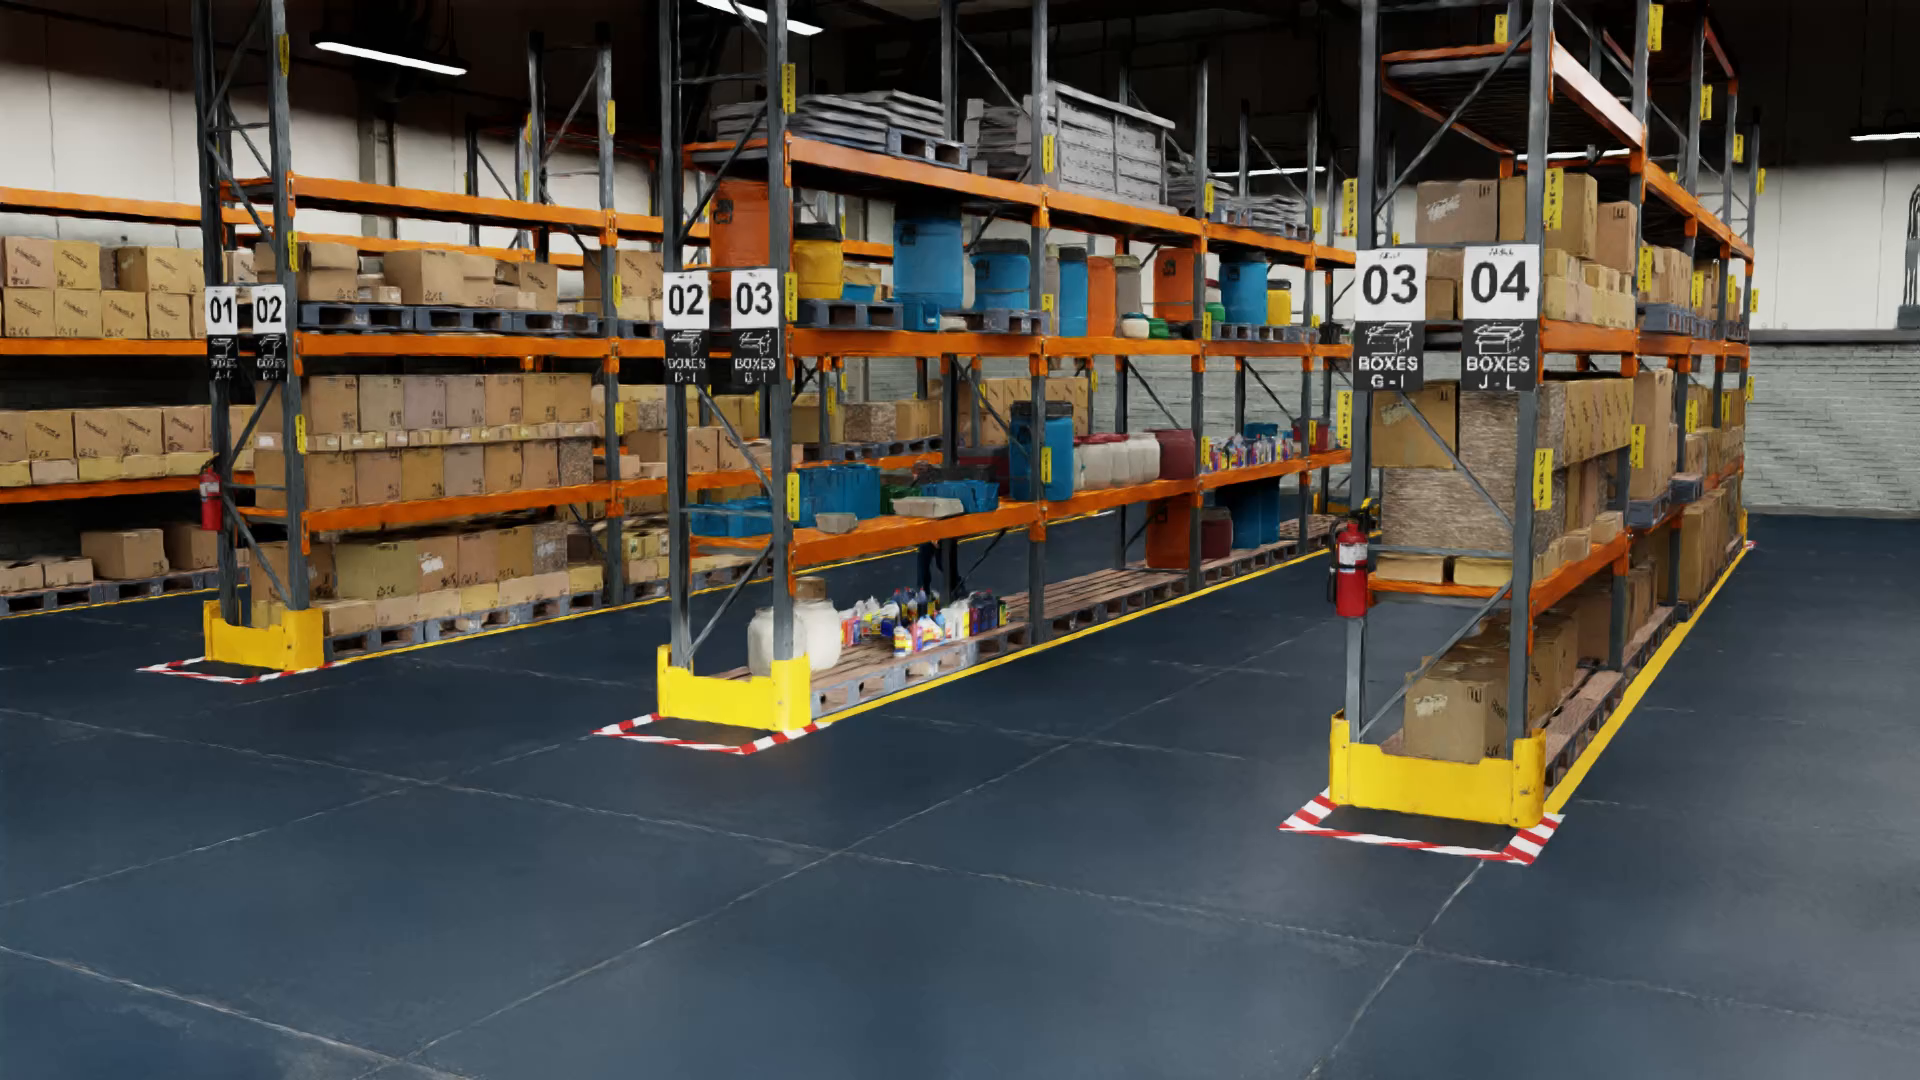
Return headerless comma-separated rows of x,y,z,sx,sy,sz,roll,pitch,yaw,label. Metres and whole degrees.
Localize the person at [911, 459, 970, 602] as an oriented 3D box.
-0.274,-0.043,17.066,0.764,1.552,0.415,2,6,17,person
